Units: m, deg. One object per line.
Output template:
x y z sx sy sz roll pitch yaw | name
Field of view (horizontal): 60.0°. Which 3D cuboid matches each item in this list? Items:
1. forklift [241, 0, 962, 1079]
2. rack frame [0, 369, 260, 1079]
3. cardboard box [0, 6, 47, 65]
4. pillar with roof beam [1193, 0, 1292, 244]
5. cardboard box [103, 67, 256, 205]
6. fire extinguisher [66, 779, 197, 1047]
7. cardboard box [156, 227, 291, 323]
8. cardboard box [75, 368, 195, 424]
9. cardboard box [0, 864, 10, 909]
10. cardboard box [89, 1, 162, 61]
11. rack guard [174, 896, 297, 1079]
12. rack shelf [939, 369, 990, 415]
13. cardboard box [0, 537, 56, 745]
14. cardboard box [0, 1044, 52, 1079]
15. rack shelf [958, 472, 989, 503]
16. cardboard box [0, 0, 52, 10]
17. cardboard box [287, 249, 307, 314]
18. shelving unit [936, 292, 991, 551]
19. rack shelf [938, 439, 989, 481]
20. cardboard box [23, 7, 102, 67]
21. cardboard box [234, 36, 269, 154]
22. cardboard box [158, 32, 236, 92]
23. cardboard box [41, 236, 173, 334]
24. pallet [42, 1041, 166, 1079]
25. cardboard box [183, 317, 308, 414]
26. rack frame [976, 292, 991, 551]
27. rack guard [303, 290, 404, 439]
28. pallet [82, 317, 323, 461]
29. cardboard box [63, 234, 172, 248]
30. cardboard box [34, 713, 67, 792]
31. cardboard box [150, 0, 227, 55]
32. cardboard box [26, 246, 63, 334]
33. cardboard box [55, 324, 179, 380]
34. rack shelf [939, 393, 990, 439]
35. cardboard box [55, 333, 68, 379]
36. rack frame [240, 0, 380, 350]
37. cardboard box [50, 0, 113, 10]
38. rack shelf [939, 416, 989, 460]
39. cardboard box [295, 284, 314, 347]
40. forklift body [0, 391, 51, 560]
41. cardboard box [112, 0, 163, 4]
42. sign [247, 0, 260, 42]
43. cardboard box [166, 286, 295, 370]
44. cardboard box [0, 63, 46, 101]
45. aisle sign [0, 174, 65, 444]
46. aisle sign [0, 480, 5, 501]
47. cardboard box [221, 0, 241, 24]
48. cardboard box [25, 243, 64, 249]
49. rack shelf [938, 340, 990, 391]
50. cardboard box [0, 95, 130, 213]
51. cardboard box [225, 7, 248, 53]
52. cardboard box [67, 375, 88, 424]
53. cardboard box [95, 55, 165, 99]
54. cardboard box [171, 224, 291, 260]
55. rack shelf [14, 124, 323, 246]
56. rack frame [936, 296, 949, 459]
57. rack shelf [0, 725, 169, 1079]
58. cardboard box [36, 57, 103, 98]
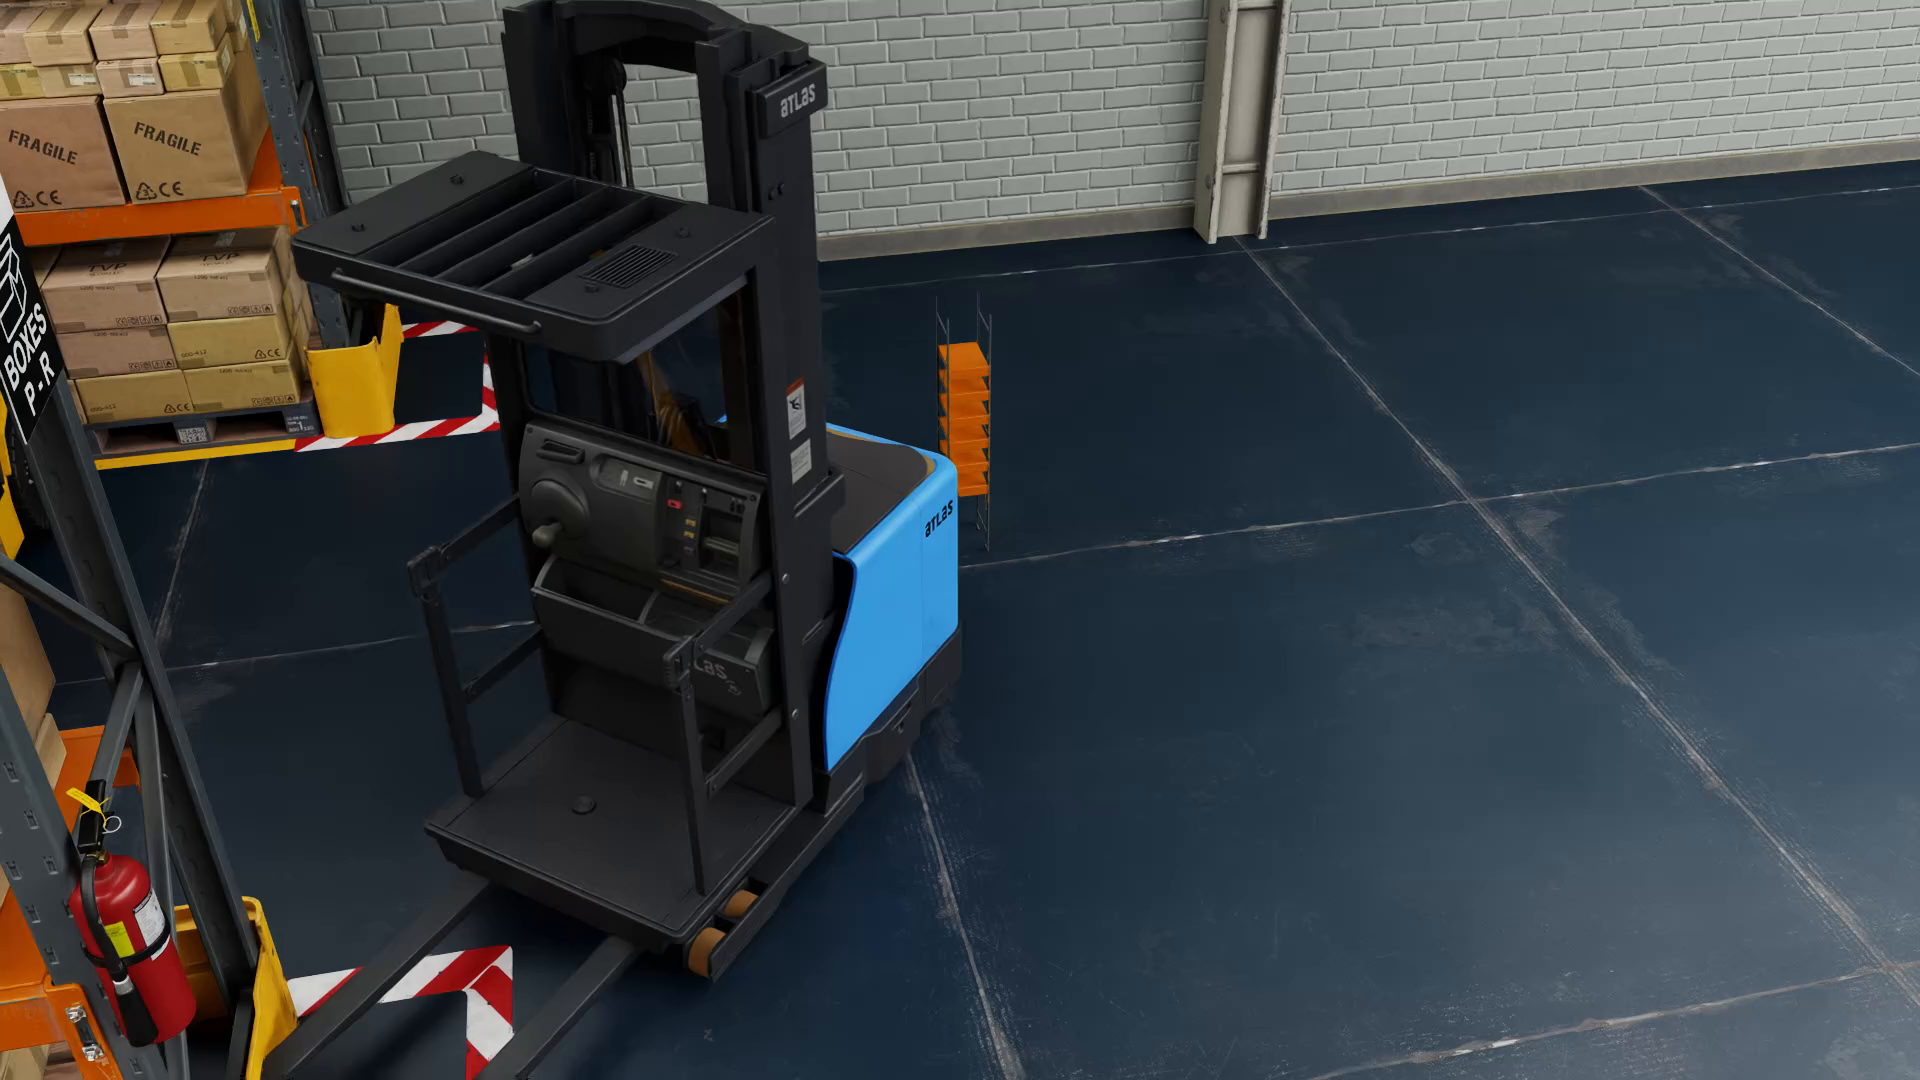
-1.136 -0.041 5.180 1.130 2.935 3.031 17 37 23 | forklift
-2.144 0.605 4.156 0.127 3.000 1.000 -7 35 -11 | rack frame
-4.287 -2.283 7.522 0.250 0.149 0.380 -7 34 -10 | cardboard box
2.682 -3.385 4.718 0.400 9.000 9.100 -7 35 -11 | pillar with roof beam
-3.664 -1.930 7.845 0.500 0.500 0.500 -8 35 -12 | cardboard box
-1.930 0.874 3.825 0.183 0.674 0.296 -7 35 -11 | fire extinguisher
-3.623 -1.314 8.209 0.500 0.250 0.500 -6 34 -9 | cardboard box
-4.118 -0.839 8.399 0.500 0.250 0.500 -7 35 -11 | cardboard box
-2.461 0.872 3.984 0.250 0.149 0.380 -6 34 -9 | cardboard box
-3.779 -2.320 7.577 0.250 0.149 0.380 -7 35 -10 | cardboard box
-2.218 1.653 4.838 0.348 0.500 1.175 -7 35 -11 | rack guard
0.014 -0.662 7.309 0.180 0.103 0.258 -7 35 -11 | rack shelf
-2.667 0.348 4.183 0.500 0.500 0.500 -8 35 -11 | cardboard box
-2.992 1.522 4.881 0.500 0.250 0.500 -7 35 -11 | cardboard box
0.014 -0.264 7.577 0.180 0.103 0.258 -7 35 -11 | rack shelf
-4.379 -2.525 7.882 0.250 0.149 0.380 -7 34 -10 | cardboard box
-3.747 -1.387 8.767 0.500 0.250 0.500 -7 34 -10 | cardboard box
0.014 -0.500 7.418 0.189 1.200 0.258 -7 35 -11 | shelving unit
0.014 -0.363 7.510 0.180 0.103 0.258 -7 35 -11 | rack shelf
-4.028 -2.274 7.507 0.250 0.149 0.380 -6 34 -9 | cardboard box
-3.787 -2.223 8.282 0.500 0.500 0.500 -6 34 -9 | cardboard box
-3.519 -2.208 7.676 0.250 0.149 0.380 -7 34 -10 | cardboard box
-4.119 -1.248 8.111 0.500 0.250 0.500 -7 34 -10 | cardboard box
-3.018 1.853 4.799 1.213 0.211 1.003 -7 35 -11 | pallet
-3.631 -0.895 8.483 0.500 0.250 0.500 -7 34 -10 | cardboard box
0.103 -0.511 7.435 0.006 1.200 0.240 -7 35 -11 | rack frame
-3.219 -1.057 8.876 0.348 0.500 1.175 -7 35 -11 | rack guard
-3.979 -0.817 8.778 1.213 0.211 1.003 -7 35 -11 | pallet
-4.239 -1.520 8.517 0.500 0.250 0.500 -7 35 -10 | cardboard box
-2.521 0.639 4.331 0.250 0.149 0.380 -7 35 -10 | cardboard box
-3.545 -2.368 7.647 0.250 0.149 0.380 -7 35 -10 | cardboard box
-4.609 -1.180 8.010 0.500 0.250 0.500 -7 34 -10 | cardboard box
-4.140 -1.047 8.260 0.500 0.250 0.500 -8 35 -11 | cardboard box
0.014 -0.563 7.376 0.180 0.103 0.258 -7 35 -11 | rack shelf
-4.639 -0.972 8.148 0.500 0.250 0.500 -8 35 -12 | cardboard box
-3.242 -2.092 8.175 0.127 3.000 1.000 -7 35 -11 | rack frame
-4.134 -2.547 7.915 0.250 0.149 0.380 -7 34 -10 | cardboard box
0.014 -0.463 7.443 0.180 0.103 0.258 -7 35 -11 | rack shelf
-3.765 -1.170 8.893 0.500 0.250 0.500 -7 35 -10 | cardboard box
-4.689 -0.515 6.587 1.214 2.155 2.313 -7 35 -11 | forklift body
-3.890 -2.602 7.997 0.250 0.149 0.380 -6 34 -9 | cardboard box
-3.136 -2.374 7.345 0.005 0.325 0.100 -7 35 -11 | sign
-3.648 -1.102 8.343 0.500 0.250 0.500 -8 35 -11 | cardboard box
-4.272 -2.137 7.571 0.250 0.149 0.380 -7 35 -11 | cardboard box
-2.152 -0.650 3.694 0.004 0.787 0.394 -7 35 -11 | aisle sign
-2.019 -0.324 3.208 0.004 0.787 0.394 -7 35 -11 | aisle sign
-3.617 -2.601 7.995 0.250 0.149 0.380 -8 35 -11 | cardboard box
-4.730 -1.464 8.434 0.500 0.250 0.500 -7 35 -11 | cardboard box
0.014 -0.762 7.242 0.180 0.103 0.258 -7 35 -11 | rack shelf
-4.173 -1.871 7.757 0.500 0.500 0.500 -6 34 -9 | cardboard box
-3.630 -2.502 8.115 0.250 0.149 0.380 -8 35 -12 | cardboard box
-4.608 -0.782 8.315 0.500 0.250 0.500 -7 34 -10 | cardboard box
-3.761 -2.160 7.605 0.250 0.149 0.380 -7 34 -10 | cardboard box
-3.753 -1.583 8.611 0.500 0.250 0.500 -8 35 -11 | cardboard box
-5.193 -1.547 8.009 4.000 0.370 1.077 -7 35 -11 | rack shelf
-0.075 -0.489 7.402 0.006 1.200 0.240 -7 35 -11 | rack frame
-4.094 1.150 3.990 4.000 0.370 1.077 -7 35 -11 | rack shelf
-4.028 -2.162 7.607 0.250 0.149 0.380 -7 34 -10 | cardboard box
